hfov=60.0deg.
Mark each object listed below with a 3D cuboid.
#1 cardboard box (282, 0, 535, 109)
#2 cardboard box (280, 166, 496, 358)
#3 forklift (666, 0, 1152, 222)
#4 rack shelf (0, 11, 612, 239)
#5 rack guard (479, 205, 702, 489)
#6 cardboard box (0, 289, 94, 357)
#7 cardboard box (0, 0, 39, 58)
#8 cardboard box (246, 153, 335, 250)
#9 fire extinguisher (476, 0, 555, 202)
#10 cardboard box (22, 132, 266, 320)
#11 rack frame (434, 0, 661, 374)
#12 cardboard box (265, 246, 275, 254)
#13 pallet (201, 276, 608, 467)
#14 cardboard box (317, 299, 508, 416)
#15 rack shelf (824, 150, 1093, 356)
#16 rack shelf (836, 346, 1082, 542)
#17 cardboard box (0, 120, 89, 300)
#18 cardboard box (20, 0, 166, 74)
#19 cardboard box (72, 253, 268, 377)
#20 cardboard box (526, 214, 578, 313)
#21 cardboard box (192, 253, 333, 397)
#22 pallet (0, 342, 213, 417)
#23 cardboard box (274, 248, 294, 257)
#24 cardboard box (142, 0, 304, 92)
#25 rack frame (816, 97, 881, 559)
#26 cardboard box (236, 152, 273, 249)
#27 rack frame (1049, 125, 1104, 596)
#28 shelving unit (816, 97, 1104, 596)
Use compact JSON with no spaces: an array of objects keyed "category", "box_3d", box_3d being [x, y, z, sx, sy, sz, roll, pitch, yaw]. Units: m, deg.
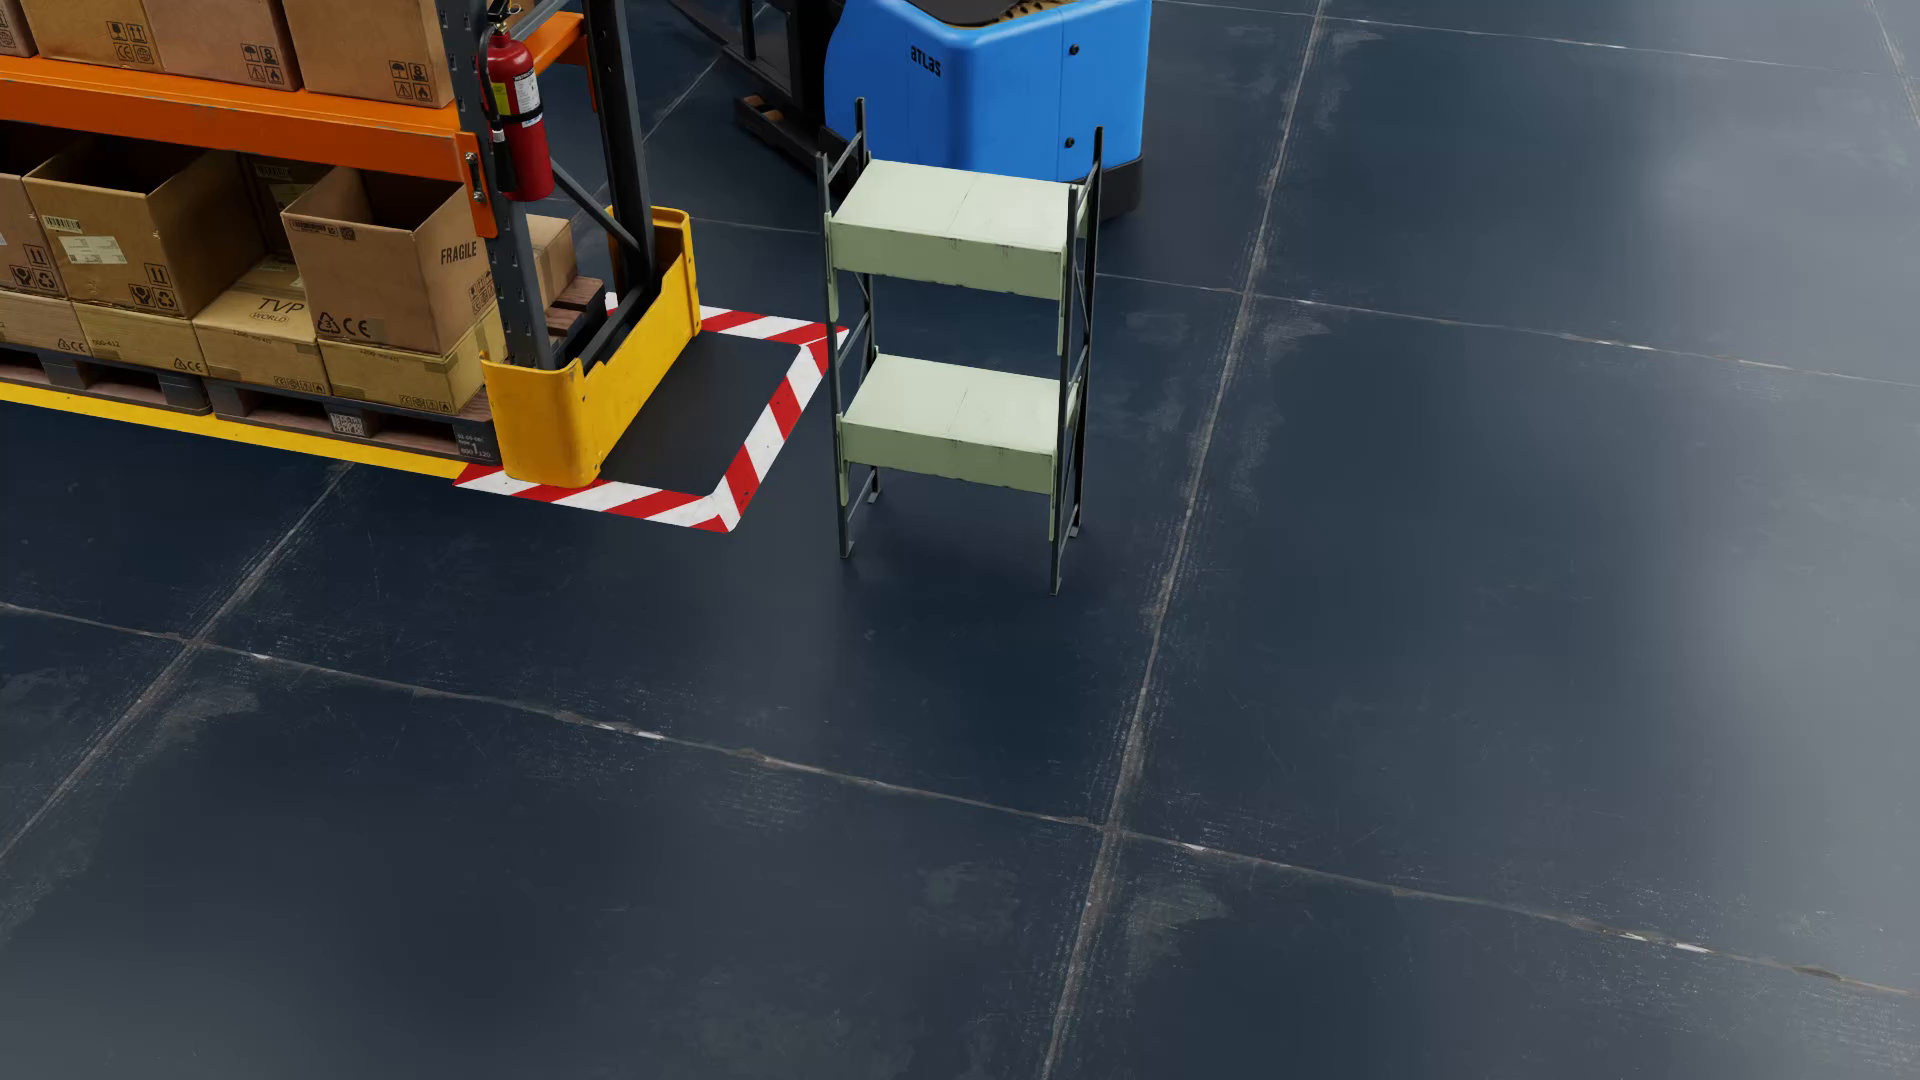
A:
[{"category":"cardboard box","box_3d":[-1.828,-1.842,5.533,0.500,0.500,0.700,10,41,11]},{"category":"cardboard box","box_3d":[-1.975,-1.017,5.857,0.500,0.500,0.500,10,41,11]},{"category":"forklift","box_3d":[-0.442,-3.179,7.257,1.130,2.935,3.031,-24,46,-26]},{"category":"rack shelf","box_3d":[-3.312,-1.775,6.090,4.000,0.370,1.077,10,41,11]},{"category":"rack guard","box_3d":[-1.357,-0.757,6.262,0.348,0.500,1.175,10,41,11]},{"category":"cardboard box","box_3d":[-3.426,-0.973,6.388,0.500,0.250,0.500,10,41,11]},{"category":"cardboard box","box_3d":[-3.324,-2.097,5.837,0.500,0.500,0.700,11,41,13]},{"category":"cardboard box","box_3d":[-2.324,-1.422,6.339,0.500,0.500,0.500,10,41,11]},{"category":"fire extinguisher","box_3d":[-1.386,-1.380,5.121,0.183,0.674,0.296,10,41,11]},{"category":"cardboard box","box_3d":[-2.945,-1.174,6.044,0.500,0.500,0.500,10,41,11]},{"category":"rack frame","box_3d":[-1.380,-1.718,5.463,0.127,3.000,1.000,10,41,11]},{"category":"cardboard box","box_3d":[-2.807,-1.217,6.679,0.500,0.250,0.500,10,41,11]},{"category":"pallet","box_3d":[-2.129,-0.751,6.480,1.213,0.211,1.003,10,41,11]},{"category":"cardboard box","box_3d":[-1.974,-0.731,6.100,0.500,0.250,0.500,10,41,11]},{"category":"rack shelf","box_3d":[0.006,-0.872,5.015,0.720,0.370,0.431,10,41,11]},{"category":"rack shelf","box_3d":[0.006,-0.324,5.476,0.720,0.370,0.431,10,41,11]},{"category":"cardboard box","box_3d":[-3.427,-1.258,6.144,0.500,0.500,0.500,10,41,11]},{"category":"cardboard box","box_3d":[-2.814,-2.012,5.736,0.500,0.500,0.700,10,41,12]},{"category":"cardboard box","box_3d":[-2.944,-0.889,6.288,0.500,0.250,0.500,10,41,11]},{"category":"cardboard box","box_3d":[-1.840,-1.053,6.483,0.500,0.250,0.500,10,41,11]},{"category":"cardboard box","box_3d":[-2.460,-0.807,6.190,0.500,0.250,0.500,10,41,11]},{"category":"pallet","box_3d":[-3.304,-0.955,6.723,1.213,0.211,1.003,10,41,11]},{"category":"cardboard box","box_3d":[-2.324,-1.134,6.579,0.500,0.250,0.500,10,41,11]},{"category":"cardboard box","box_3d":[-2.336,-1.926,5.633,0.500,0.500,0.700,11,41,13]},{"category":"rack frame","box_3d":[-0.347,-0.634,5.339,0.023,1.500,0.400,10,41,11]},{"category":"cardboard box","box_3d":[-2.810,-1.497,6.429,0.500,0.500,0.500,10,41,11]},{"category":"rack frame","box_3d":[0.360,-0.512,5.194,0.023,1.500,0.400,10,41,11]},{"category":"shelving unit","box_3d":[0.006,-0.573,5.266,0.755,1.500,0.431,10,41,11]}]
